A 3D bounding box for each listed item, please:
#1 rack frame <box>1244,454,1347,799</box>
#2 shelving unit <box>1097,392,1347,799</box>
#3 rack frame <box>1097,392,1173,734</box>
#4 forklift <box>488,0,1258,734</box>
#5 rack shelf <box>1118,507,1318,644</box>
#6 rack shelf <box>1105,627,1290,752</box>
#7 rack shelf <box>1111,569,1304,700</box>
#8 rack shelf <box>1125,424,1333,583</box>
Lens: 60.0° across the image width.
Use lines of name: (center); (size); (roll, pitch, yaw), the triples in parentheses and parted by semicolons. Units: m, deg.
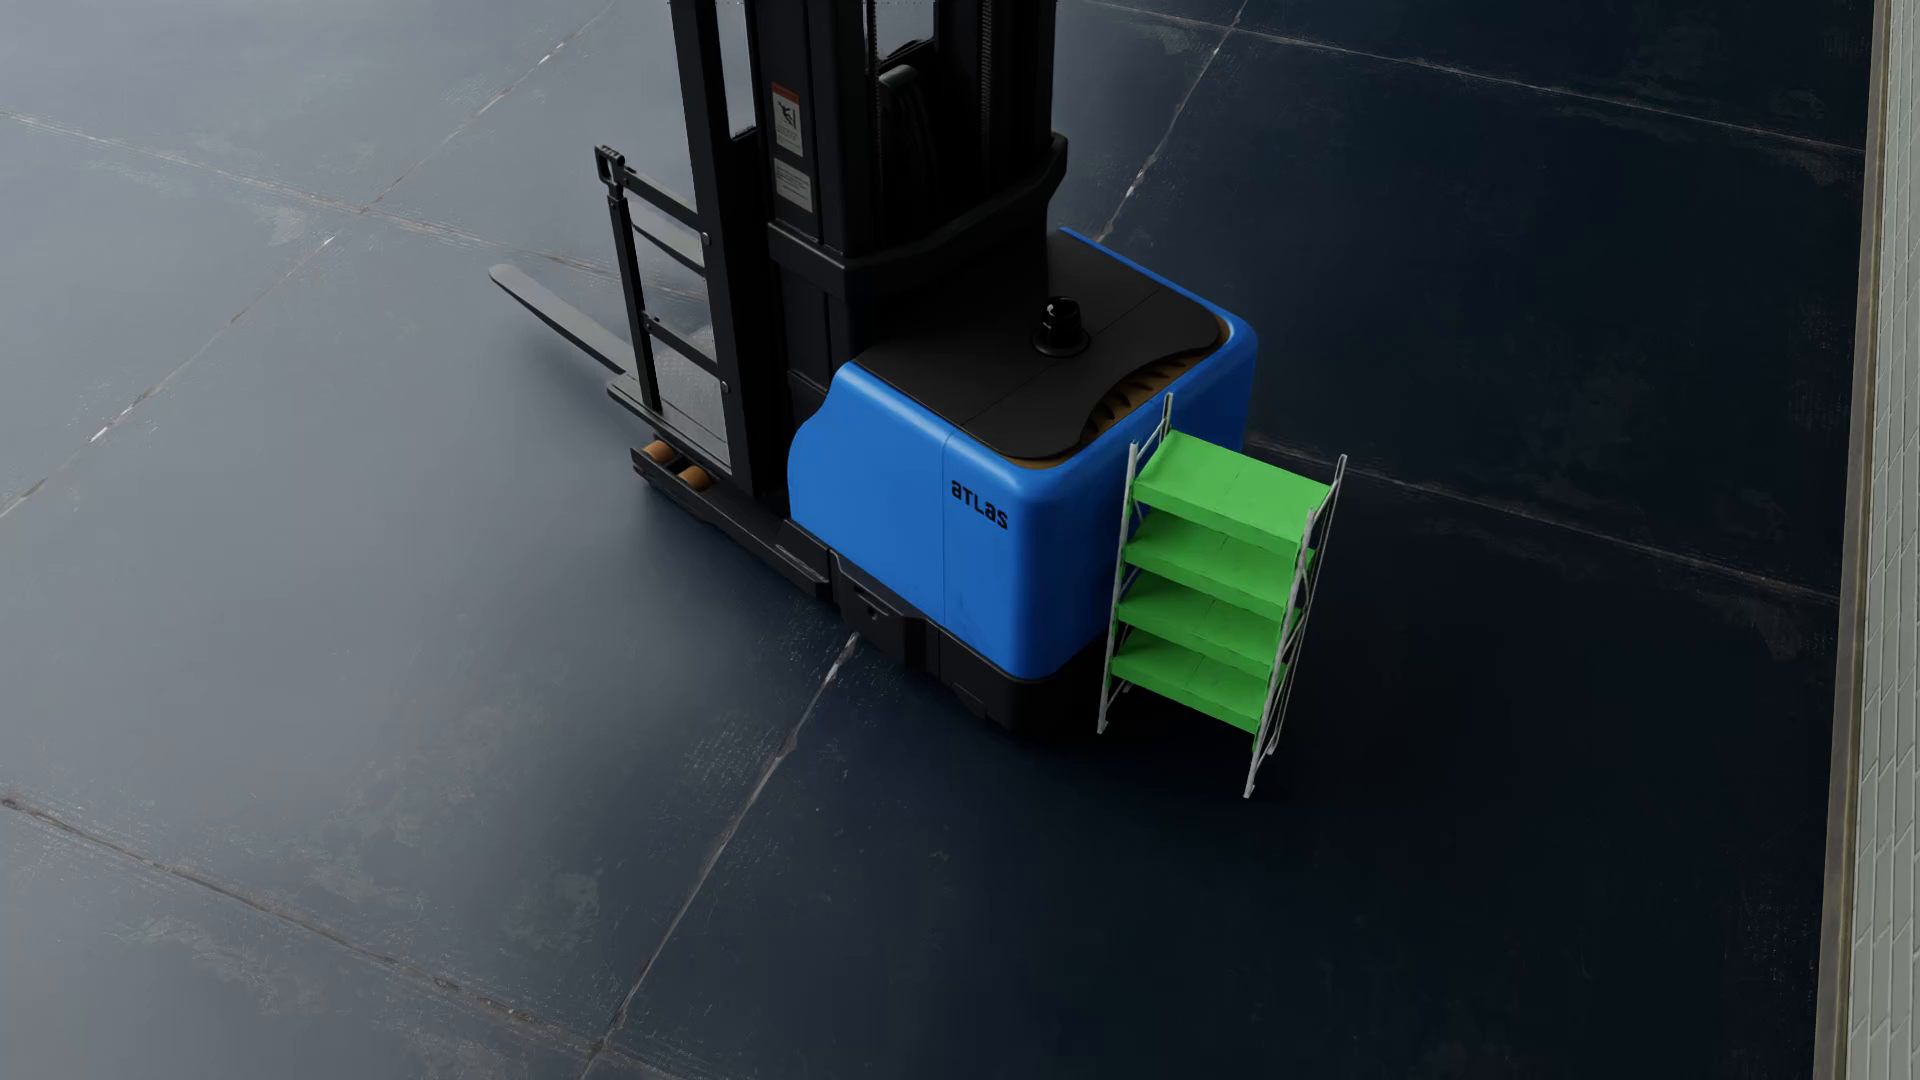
rack frame: (0.921, 0.277, 4.621); (0.015, 1.200, 0.240); (22, 49, 20)
shelving unit: (0.708, 0.190, 4.702); (0.503, 1.200, 0.258); (22, 49, 20)
rack frame: (0.496, 0.103, 4.784); (0.015, 1.200, 0.240); (22, 49, 20)
forklift: (-0.522, -1.370, 5.049); (3.031, 2.935, 1.130); (34, 54, 29)
rack shelf: (0.711, 0.066, 4.577); (0.480, 0.148, 0.258); (22, 49, 20)
rack shelf: (0.705, 0.403, 4.919); (0.480, 0.148, 0.258); (22, 49, 20)
rack shelf: (0.708, 0.235, 4.748); (0.480, 0.148, 0.258); (22, 49, 20)
rack shelf: (0.714, -0.102, 4.406); (0.480, 0.148, 0.258); (22, 49, 20)
